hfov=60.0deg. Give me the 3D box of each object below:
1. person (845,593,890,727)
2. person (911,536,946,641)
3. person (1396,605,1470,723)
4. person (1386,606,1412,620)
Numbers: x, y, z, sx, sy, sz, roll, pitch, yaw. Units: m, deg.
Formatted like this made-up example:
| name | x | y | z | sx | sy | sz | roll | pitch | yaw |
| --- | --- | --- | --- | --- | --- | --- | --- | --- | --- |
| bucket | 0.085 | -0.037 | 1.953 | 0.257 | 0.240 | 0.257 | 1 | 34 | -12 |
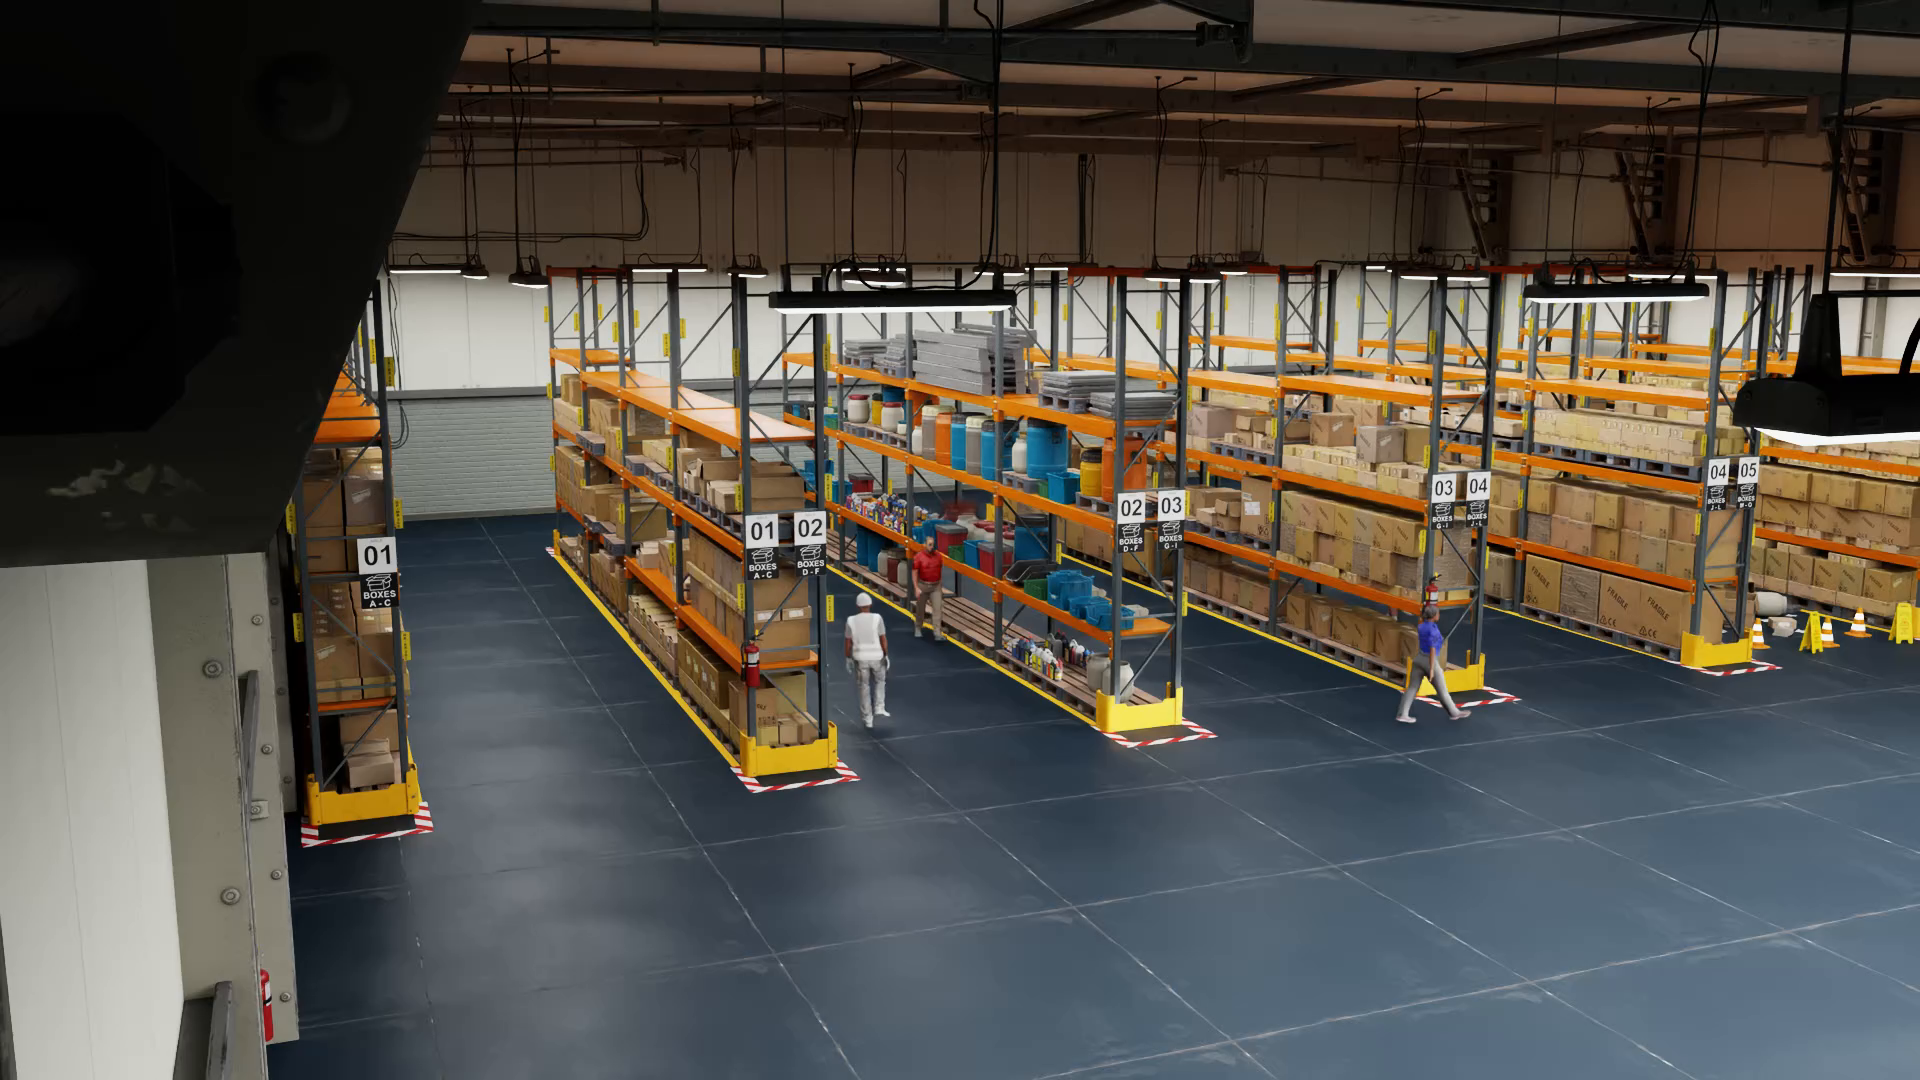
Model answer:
| name | x | y | z | sx | sy | sz | roll | pitch | yaw |
| --- | --- | --- | --- | --- | --- | --- | --- | --- | --- |
| person | -1.249 | 1.599 | 22.321 | 0.588 | 1.771 | 0.515 | -1 | 10 | -7 |
| person | -0.509 | 0.797 | 27.137 | 0.571 | 1.700 | 0.881 | -3 | 10 | -18 |
| person | 6.368 | 1.665 | 22.378 | 0.989 | 1.586 | 0.502 | -4 | 11 | -24 |
| person | 7.541 | 0.557 | 28.654 | 0.494 | 1.670 | 0.503 | -3 | 10 | -17 |
